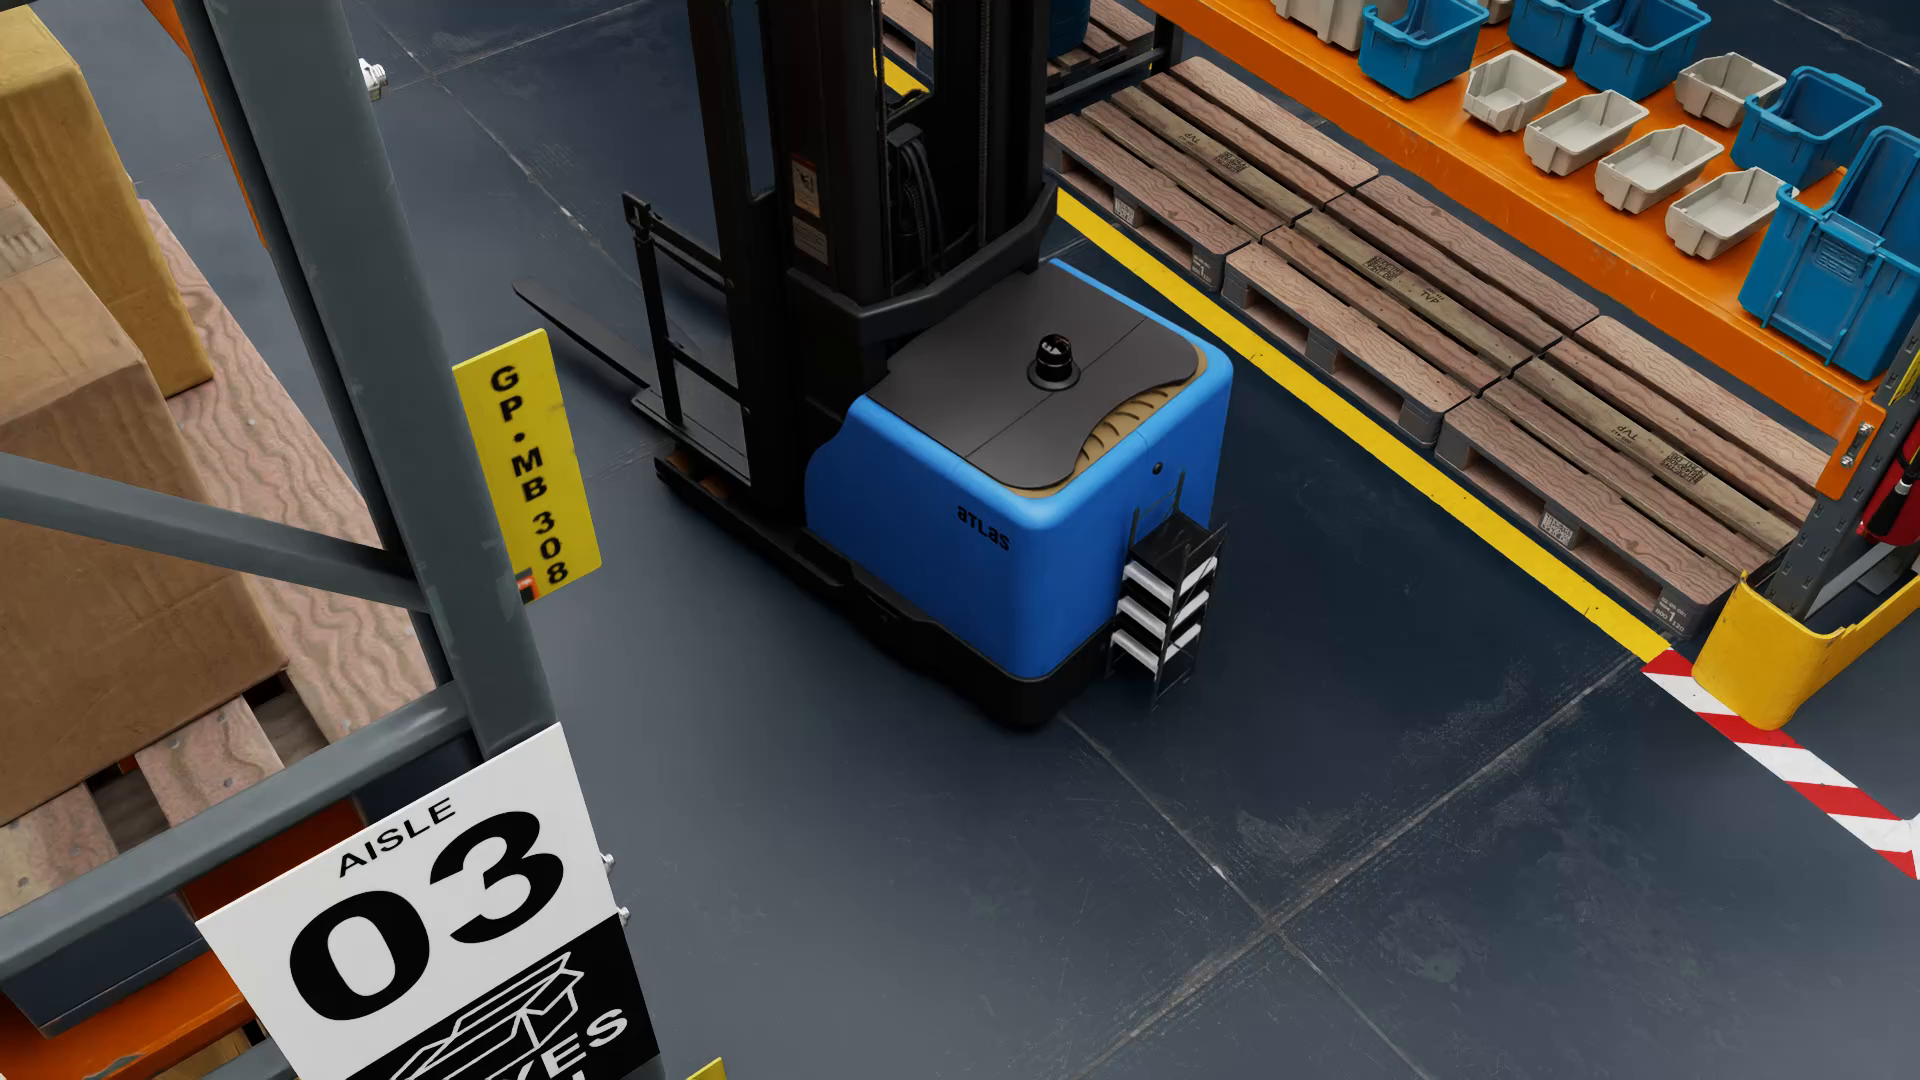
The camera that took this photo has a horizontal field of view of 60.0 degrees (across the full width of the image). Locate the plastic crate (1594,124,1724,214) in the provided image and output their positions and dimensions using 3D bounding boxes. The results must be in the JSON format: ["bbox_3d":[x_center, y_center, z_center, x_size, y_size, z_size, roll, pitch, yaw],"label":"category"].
[{"bbox_3d":[2.277,-1.218,5.467,0.396,0.136,0.243,-29,54,-24],"label":"plastic crate"}]

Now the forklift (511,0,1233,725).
[{"bbox_3d":[-0.528,-1.325,5.473,3.031,2.935,1.130,34,56,27],"label":"forklift"}]

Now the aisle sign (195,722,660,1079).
[{"bbox_3d":[-0.581,0.547,1.975,0.394,0.787,0.004,-29,54,-24],"label":"aisle sign"}]

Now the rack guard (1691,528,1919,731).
[{"bbox_3d":[3.104,0.138,5.787,1.175,0.500,0.348,-29,54,-24],"label":"rack guard"}]

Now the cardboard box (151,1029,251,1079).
[{"bbox_3d":[-1.367,1.041,2.676,0.500,0.500,0.500,-29,54,-24],"label":"cardboard box"}]

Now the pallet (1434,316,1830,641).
[{"bbox_3d":[2.611,-0.277,6.359,1.003,0.211,1.213,-29,54,-24],"label":"pallet"}]

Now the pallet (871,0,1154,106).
[{"bbox_3d":[0.223,-2.605,8.470,1.003,0.211,1.213,-29,54,-24],"label":"pallet"}]

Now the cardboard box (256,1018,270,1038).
[{"bbox_3d":[-1.259,0.755,3.442,0.500,0.250,0.500,-30,54,-24],"label":"cardboard box"}]

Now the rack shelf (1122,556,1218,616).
[{"bbox_3d":[0.682,0.097,5.349,0.200,0.077,0.258,38,58,25],"label":"rack shelf"}]

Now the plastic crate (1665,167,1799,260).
[{"bbox_3d":[2.441,-1.041,5.307,0.396,0.136,0.243,-29,54,-24],"label":"plastic crate"}]

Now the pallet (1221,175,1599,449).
[{"bbox_3d":[1.876,-0.996,7.010,1.003,0.211,1.213,-29,54,-24],"label":"pallet"}]

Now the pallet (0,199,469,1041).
[{"bbox_3d":[-1.320,0.101,2.169,1.003,0.211,1.213,-29,54,-24],"label":"pallet"}]

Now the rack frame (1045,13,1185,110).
[{"bbox_3d":[0.657,-3.068,7.007,1.000,3.000,0.127,-29,54,-24],"label":"rack frame"}]

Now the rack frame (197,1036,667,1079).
[{"bbox_3d":[-0.863,1.512,2.855,1.000,3.000,0.127,-29,54,-24],"label":"rack frame"}]

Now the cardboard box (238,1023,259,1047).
[{"bbox_3d":[-1.674,0.996,3.223,0.500,0.250,0.500,-30,55,-25],"label":"cardboard box"}]

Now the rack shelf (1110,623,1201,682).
[{"bbox_3d":[0.667,0.328,5.625,0.200,0.077,0.258,38,58,25],"label":"rack shelf"}]

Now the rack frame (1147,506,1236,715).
[{"bbox_3d":[0.748,0.248,5.418,0.006,0.900,0.240,38,58,25],"label":"rack frame"}]

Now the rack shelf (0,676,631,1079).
[{"bbox_3d":[-2.074,-0.433,3.079,1.077,0.370,4.000,-29,54,-24],"label":"rack shelf"}]

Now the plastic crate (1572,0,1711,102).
[{"bbox_3d":[2.394,-1.743,5.878,0.416,0.233,0.300,-29,54,-24],"label":"plastic crate"}]

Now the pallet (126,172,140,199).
[{"bbox_3d":[-2.063,-0.618,2.821,1.003,0.211,1.213,-29,54,-24],"label":"pallet"}]

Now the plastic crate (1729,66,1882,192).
[{"bbox_3d":[2.793,-1.355,5.526,0.416,0.233,0.300,-29,54,-24],"label":"plastic crate"}]

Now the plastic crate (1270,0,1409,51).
[{"bbox_3d":[1.435,-2.066,6.138,0.437,0.282,0.530,-29,54,-24],"label":"plastic crate"}]

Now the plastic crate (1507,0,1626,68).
[{"bbox_3d":[2.213,-1.920,6.039,0.416,0.233,0.300,-29,54,-24],"label":"plastic crate"}]

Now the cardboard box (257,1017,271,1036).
[{"bbox_3d":[-1.241,0.512,3.156,0.500,0.500,0.500,-31,55,-25],"label":"cardboard box"}]

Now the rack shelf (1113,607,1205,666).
[{"bbox_3d":[0.671,0.270,5.556,0.200,0.077,0.258,38,58,25],"label":"rack shelf"}]

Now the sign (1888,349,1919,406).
[{"bbox_3d":[2.651,-0.508,4.576,0.100,0.325,0.005,-29,54,-24],"label":"sign"}]

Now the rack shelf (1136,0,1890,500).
[{"bbox_3d":[1.868,-1.648,6.205,1.077,0.370,4.000,-29,54,-24],"label":"rack shelf"}]

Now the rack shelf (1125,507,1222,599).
[{"bbox_3d":[0.685,0.040,5.280,0.200,0.077,0.258,38,58,25],"label":"rack shelf"}]

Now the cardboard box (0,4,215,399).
[{"bbox_3d":[-1.465,-0.372,2.120,0.700,0.500,0.500,-31,55,-25],"label":"cardboard box"}]

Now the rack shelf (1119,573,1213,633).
[{"bbox_3d":[0.678,0.155,5.418,0.200,0.077,0.258,38,58,25],"label":"rack shelf"}]

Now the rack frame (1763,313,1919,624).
[{"bbox_3d":[3.079,-0.710,4.869,1.000,3.000,0.127,-29,54,-24],"label":"rack frame"}]

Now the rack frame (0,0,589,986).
[{"bbox_3d":[-0.863,-0.503,0.632,1.000,3.000,0.127,-29,54,-24],"label":"rack frame"}]

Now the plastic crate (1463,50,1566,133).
[{"bbox_3d":[1.895,-1.538,5.757,0.298,0.136,0.250,-29,54,-24],"label":"plastic crate"}]

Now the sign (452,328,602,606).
[{"bbox_3d":[-0.418,-0.061,1.613,0.100,0.325,0.005,-29,54,-24],"label":"sign"}]

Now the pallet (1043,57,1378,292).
[{"bbox_3d":[1.133,-1.716,7.663,1.003,0.211,1.213,-29,54,-24],"label":"pallet"}]

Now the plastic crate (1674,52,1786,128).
[{"bbox_3d":[2.652,-1.561,5.778,0.250,0.136,0.298,-29,54,-24],"label":"plastic crate"}]

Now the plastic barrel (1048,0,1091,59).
[{"bbox_3d":[0.341,-2.833,7.927,0.600,0.901,0.708,-29,54,-24],"label":"plastic barrel"}]

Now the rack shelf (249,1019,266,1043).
[{"bbox_3d":[-2.074,0.574,4.190,1.077,0.370,4.000,-29,54,-24],"label":"rack shelf"}]

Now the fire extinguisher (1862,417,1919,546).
[{"bbox_3d":[2.809,-0.266,4.770,0.296,0.674,0.183,-29,54,-24],"label":"fire extinguisher"}]

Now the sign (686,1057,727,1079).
[{"bbox_3d":[-0.418,0.949,2.727,0.100,0.325,0.005,-29,54,-24],"label":"sign"}]

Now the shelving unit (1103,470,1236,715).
[{"bbox_3d":[0.676,0.191,5.462,0.210,0.900,0.258,38,58,25],"label":"shelving unit"}]

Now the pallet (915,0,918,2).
[{"bbox_3d":[-0.520,-3.325,9.122,1.003,0.211,1.213,-29,54,-24],"label":"pallet"}]

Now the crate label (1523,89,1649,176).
[{"bbox_3d":[2.089,-1.372,5.606,0.396,0.136,0.243,-29,54,-24],"label":"crate label"}]

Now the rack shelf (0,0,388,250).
[{"bbox_3d":[-2.074,-1.306,2.116,1.077,0.370,4.000,-29,54,-24],"label":"rack shelf"}]

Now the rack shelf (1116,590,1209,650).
[{"bbox_3d":[0.675,0.213,5.487,0.200,0.077,0.258,38,58,25],"label":"rack shelf"}]

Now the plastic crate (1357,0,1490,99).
[{"bbox_3d":[1.631,-1.770,5.902,0.416,0.233,0.300,-29,54,-24],"label":"plastic crate"}]

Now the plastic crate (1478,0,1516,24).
[{"bbox_3d":[1.951,-2.108,6.274,0.293,0.136,0.466,-29,54,-24],"label":"plastic crate"}]

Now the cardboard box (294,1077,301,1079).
[{"bbox_3d":[-0.939,1.058,3.166,0.500,0.250,0.500,-31,55,-25],"label":"cardboard box"}]

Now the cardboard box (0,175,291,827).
[{"bbox_3d":[-1.220,0.014,1.770,0.700,0.500,0.500,-33,56,-26],"label":"cardboard box"}]

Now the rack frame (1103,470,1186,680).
[{"bbox_3d":[0.604,0.134,5.505,0.006,0.900,0.240,38,58,25],"label":"rack frame"}]

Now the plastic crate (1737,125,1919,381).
[{"bbox_3d":[2.728,-0.856,4.937,0.616,0.435,0.499,-29,54,-24],"label":"plastic crate"}]
